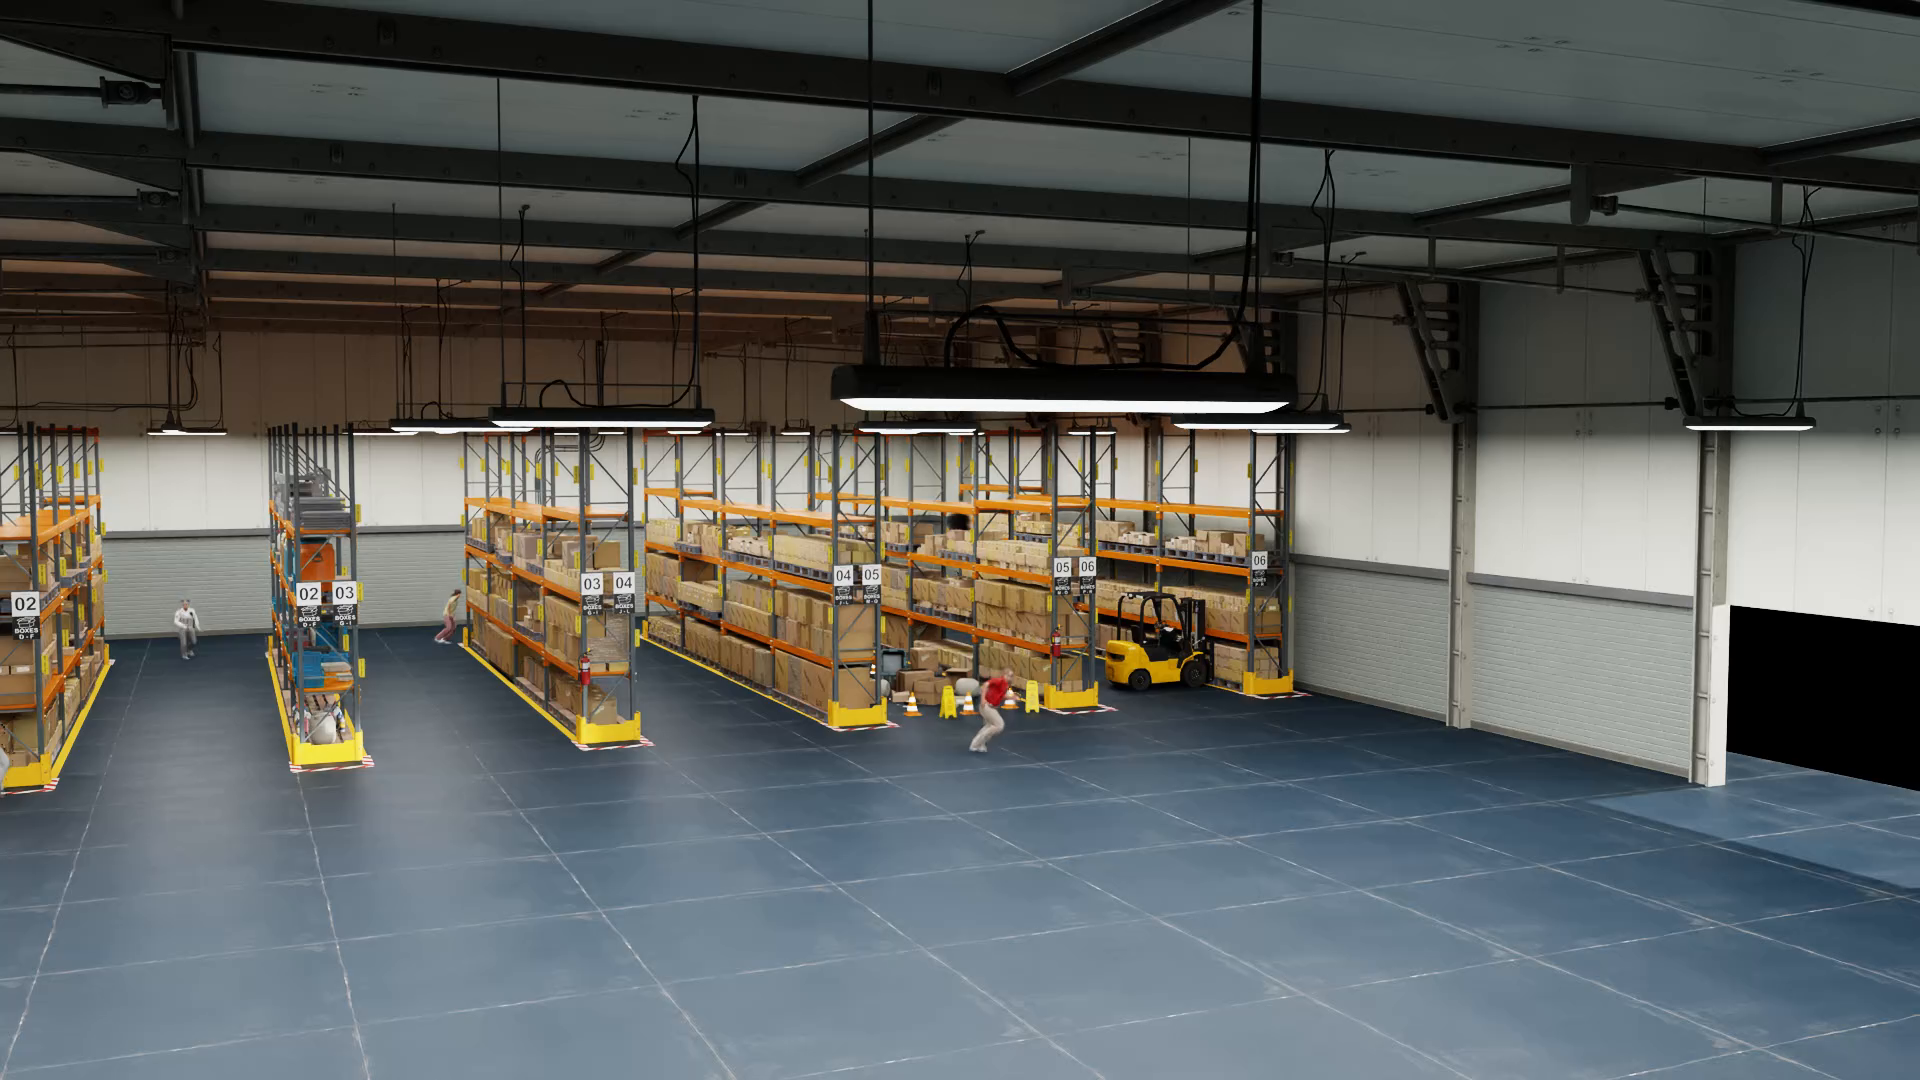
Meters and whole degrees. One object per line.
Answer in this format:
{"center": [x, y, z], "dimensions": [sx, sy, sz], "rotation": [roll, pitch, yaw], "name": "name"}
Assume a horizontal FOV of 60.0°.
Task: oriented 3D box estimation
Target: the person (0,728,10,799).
{"center": [-15.459, 3.307, 26.276], "dimensions": [0.690, 1.709, 0.572], "rotation": [0, 3, -4], "name": "person"}

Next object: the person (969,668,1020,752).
{"center": [0.609, 3.096, 30.171], "dimensions": [0.934, 1.551, 0.698], "rotation": [1, 4, 16], "name": "person"}

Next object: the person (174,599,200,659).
{"center": [-19.976, 2.310, 43.001], "dimensions": [0.654, 1.590, 0.720], "rotation": [-3, 4, -37], "name": "person"}

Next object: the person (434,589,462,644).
{"center": [-14.330, 2.145, 46.515], "dimensions": [0.791, 1.535, 0.635], "rotation": [-1, 4, -21], "name": "person"}
